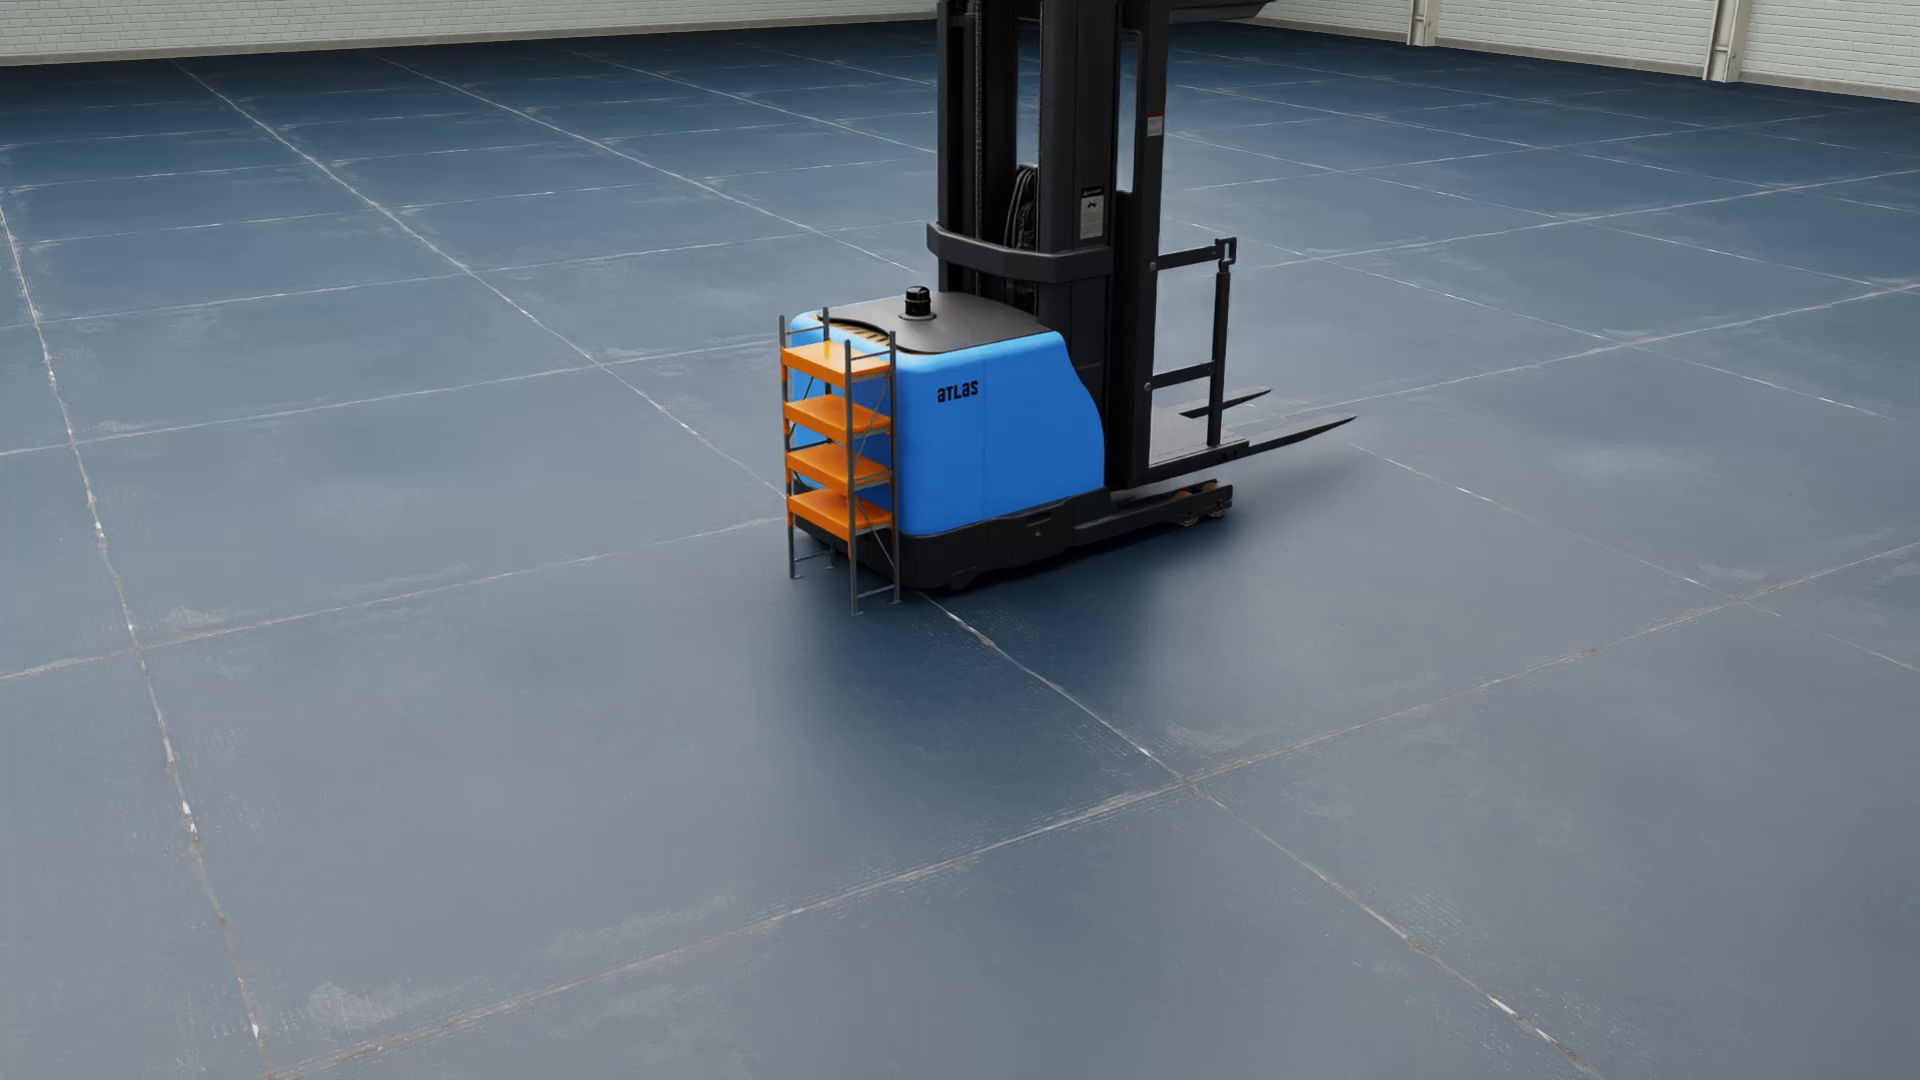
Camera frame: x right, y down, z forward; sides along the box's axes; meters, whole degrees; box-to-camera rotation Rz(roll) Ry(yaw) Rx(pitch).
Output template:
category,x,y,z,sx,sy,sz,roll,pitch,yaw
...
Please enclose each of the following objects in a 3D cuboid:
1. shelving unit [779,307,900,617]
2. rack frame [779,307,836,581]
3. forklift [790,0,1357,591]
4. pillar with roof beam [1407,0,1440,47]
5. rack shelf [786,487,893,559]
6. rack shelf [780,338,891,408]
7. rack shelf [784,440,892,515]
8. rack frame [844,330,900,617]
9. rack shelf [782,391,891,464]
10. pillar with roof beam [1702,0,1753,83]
category,x,y,z,sx,sy,sz,roll,pitch,yaw
shelving unit,-0.508,-0.333,7.038,0.258,1.200,0.503,-16,27,-35
rack frame,-0.657,-0.406,7.217,0.240,1.200,0.015,-16,27,-35
forklift,0.705,-1.567,7.774,3.031,2.935,1.130,-16,27,-34
pillar with roof beam,4.387,-12.019,25.431,9.100,9.000,0.400,-13,25,-28
rack shelf,-0.508,-0.087,7.138,0.258,0.148,0.480,-16,27,-35
rack shelf,-0.508,-0.697,6.890,0.258,0.148,0.480,-16,27,-35
rack shelf,-0.508,-0.271,7.063,0.258,0.148,0.480,-16,27,-35
rack frame,-0.358,-0.261,6.859,0.240,1.200,0.015,-16,27,-35
rack shelf,-0.508,-0.478,6.979,0.258,0.148,0.480,-16,27,-35
pillar with roof beam,7.452,-10.077,20.652,9.100,9.000,0.400,-13,25,-28
